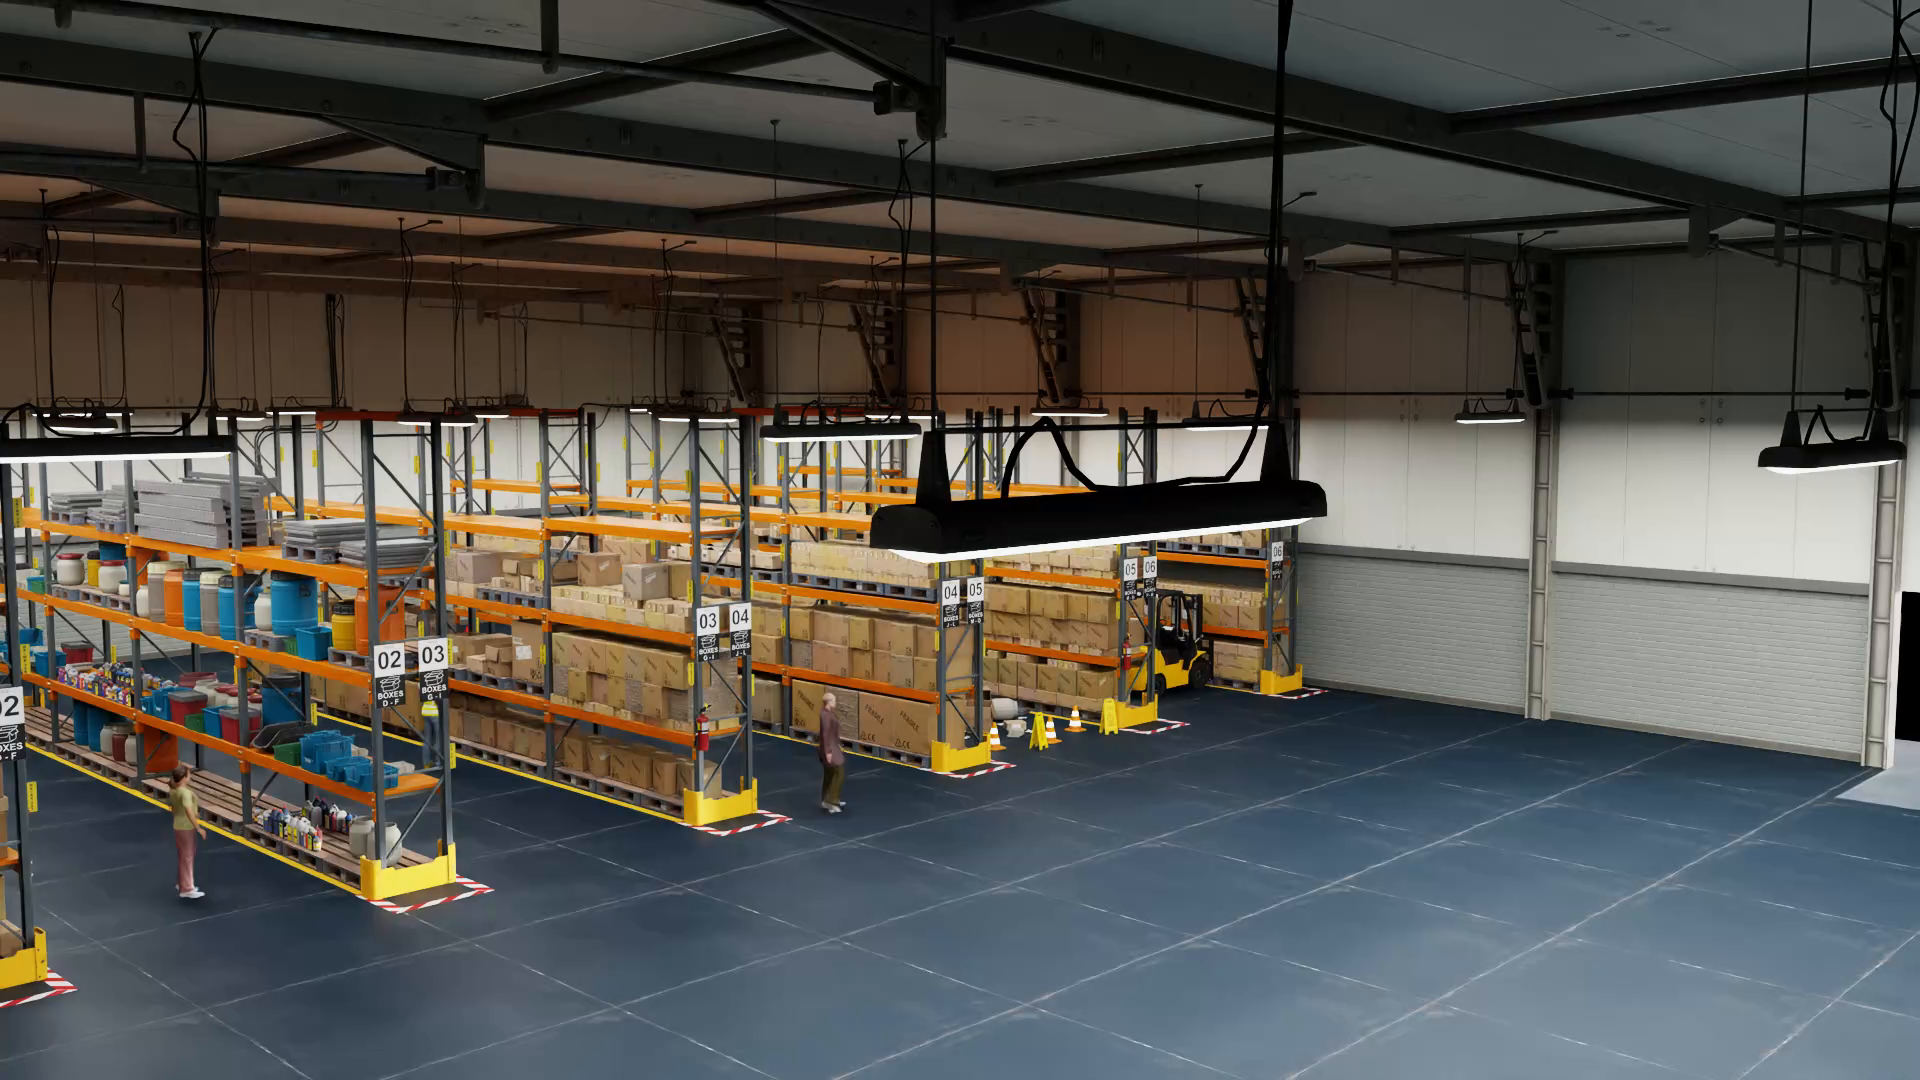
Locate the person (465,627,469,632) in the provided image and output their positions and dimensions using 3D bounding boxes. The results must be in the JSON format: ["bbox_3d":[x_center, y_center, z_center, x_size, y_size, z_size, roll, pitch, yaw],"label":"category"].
[{"bbox_3d":[-9.632,2.597,32.740,0.877,1.813,0.748,5,7,43],"label":"person"}]

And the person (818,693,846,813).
[{"bbox_3d":[-1.951,3.236,25.342,0.406,1.838,0.622,-1,5,-12],"label":"person"}]

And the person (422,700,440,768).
[{"bbox_3d":[-8.821,2.960,27.962,0.627,1.769,0.392,3,6,33],"label":"person"}]

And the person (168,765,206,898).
[{"bbox_3d":[-9.700,3.657,20.916,0.433,1.713,0.582,-2,5,-19],"label":"person"}]
